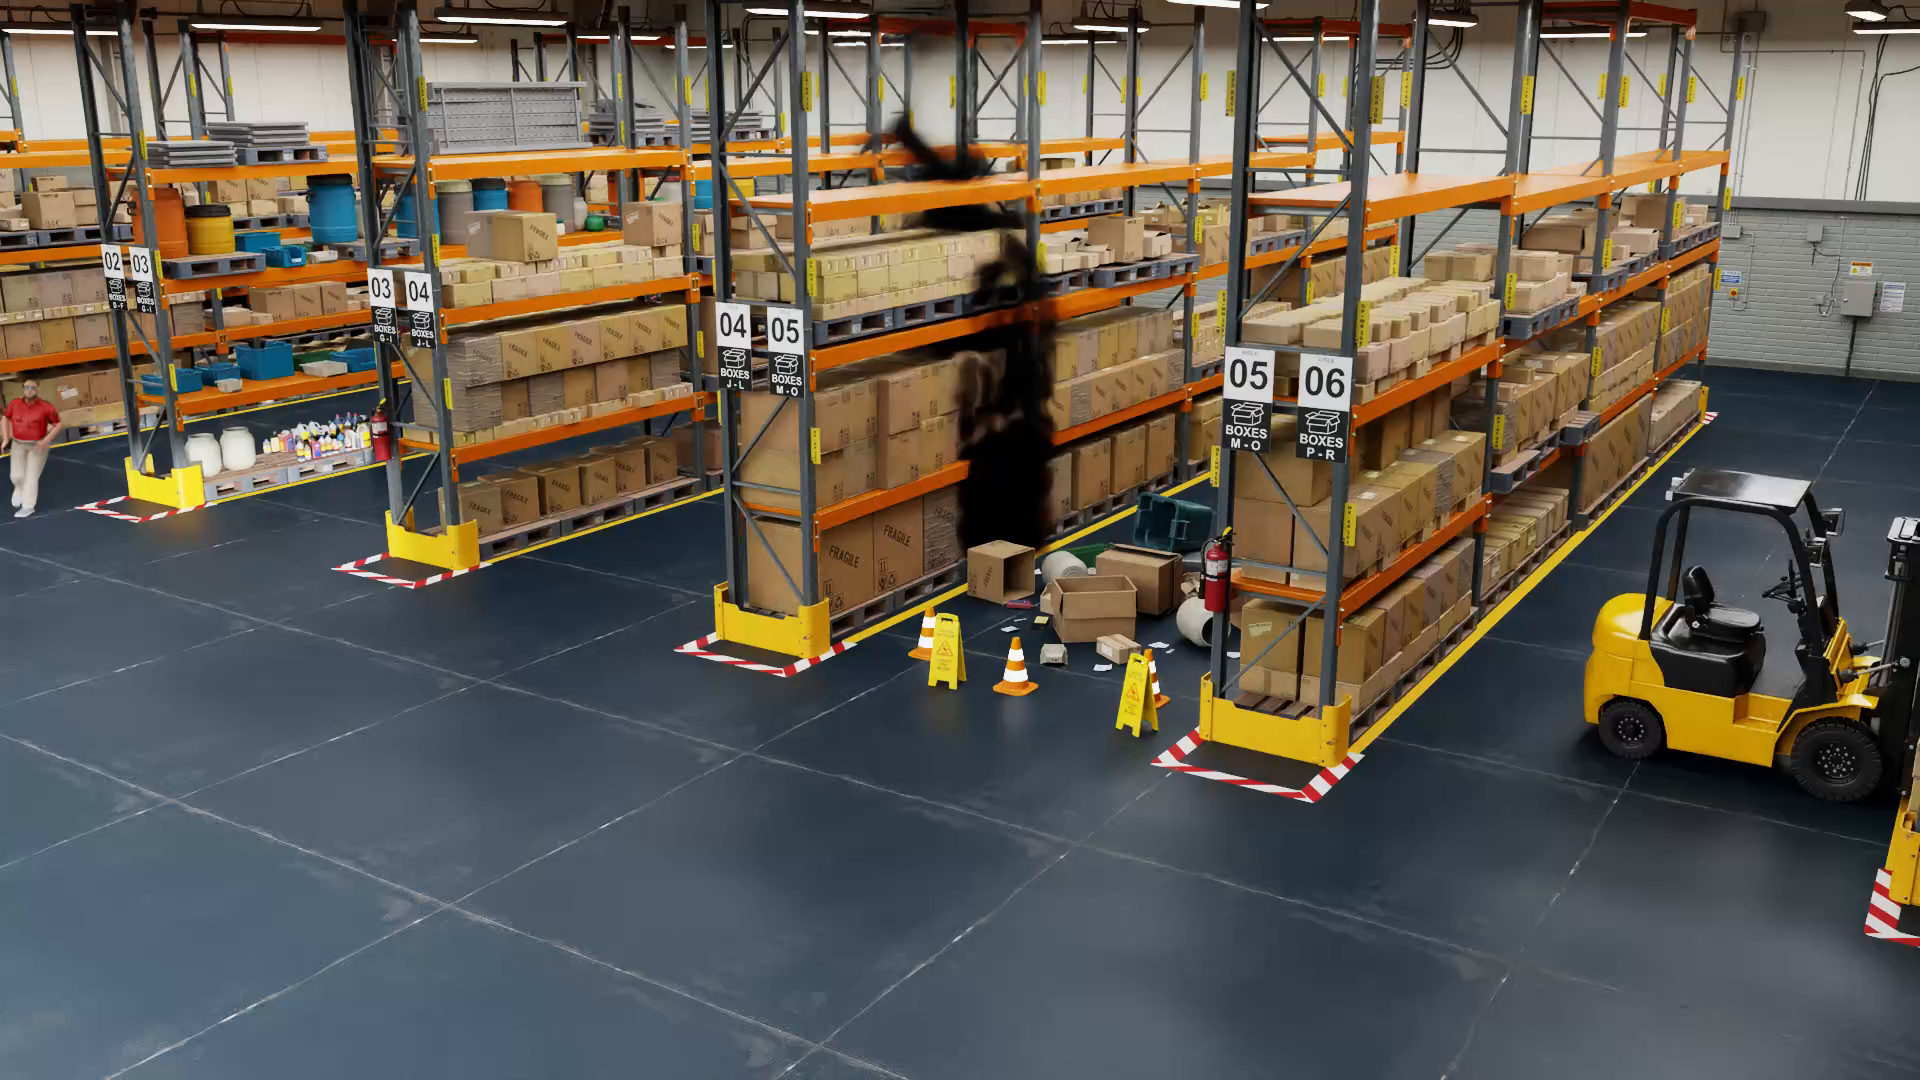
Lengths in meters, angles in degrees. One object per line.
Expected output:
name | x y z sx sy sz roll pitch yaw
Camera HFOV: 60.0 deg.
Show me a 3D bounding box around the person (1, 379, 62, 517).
person | -11.244 -1.110 20.133 0.700 1.652 0.539 -4 16 -15
